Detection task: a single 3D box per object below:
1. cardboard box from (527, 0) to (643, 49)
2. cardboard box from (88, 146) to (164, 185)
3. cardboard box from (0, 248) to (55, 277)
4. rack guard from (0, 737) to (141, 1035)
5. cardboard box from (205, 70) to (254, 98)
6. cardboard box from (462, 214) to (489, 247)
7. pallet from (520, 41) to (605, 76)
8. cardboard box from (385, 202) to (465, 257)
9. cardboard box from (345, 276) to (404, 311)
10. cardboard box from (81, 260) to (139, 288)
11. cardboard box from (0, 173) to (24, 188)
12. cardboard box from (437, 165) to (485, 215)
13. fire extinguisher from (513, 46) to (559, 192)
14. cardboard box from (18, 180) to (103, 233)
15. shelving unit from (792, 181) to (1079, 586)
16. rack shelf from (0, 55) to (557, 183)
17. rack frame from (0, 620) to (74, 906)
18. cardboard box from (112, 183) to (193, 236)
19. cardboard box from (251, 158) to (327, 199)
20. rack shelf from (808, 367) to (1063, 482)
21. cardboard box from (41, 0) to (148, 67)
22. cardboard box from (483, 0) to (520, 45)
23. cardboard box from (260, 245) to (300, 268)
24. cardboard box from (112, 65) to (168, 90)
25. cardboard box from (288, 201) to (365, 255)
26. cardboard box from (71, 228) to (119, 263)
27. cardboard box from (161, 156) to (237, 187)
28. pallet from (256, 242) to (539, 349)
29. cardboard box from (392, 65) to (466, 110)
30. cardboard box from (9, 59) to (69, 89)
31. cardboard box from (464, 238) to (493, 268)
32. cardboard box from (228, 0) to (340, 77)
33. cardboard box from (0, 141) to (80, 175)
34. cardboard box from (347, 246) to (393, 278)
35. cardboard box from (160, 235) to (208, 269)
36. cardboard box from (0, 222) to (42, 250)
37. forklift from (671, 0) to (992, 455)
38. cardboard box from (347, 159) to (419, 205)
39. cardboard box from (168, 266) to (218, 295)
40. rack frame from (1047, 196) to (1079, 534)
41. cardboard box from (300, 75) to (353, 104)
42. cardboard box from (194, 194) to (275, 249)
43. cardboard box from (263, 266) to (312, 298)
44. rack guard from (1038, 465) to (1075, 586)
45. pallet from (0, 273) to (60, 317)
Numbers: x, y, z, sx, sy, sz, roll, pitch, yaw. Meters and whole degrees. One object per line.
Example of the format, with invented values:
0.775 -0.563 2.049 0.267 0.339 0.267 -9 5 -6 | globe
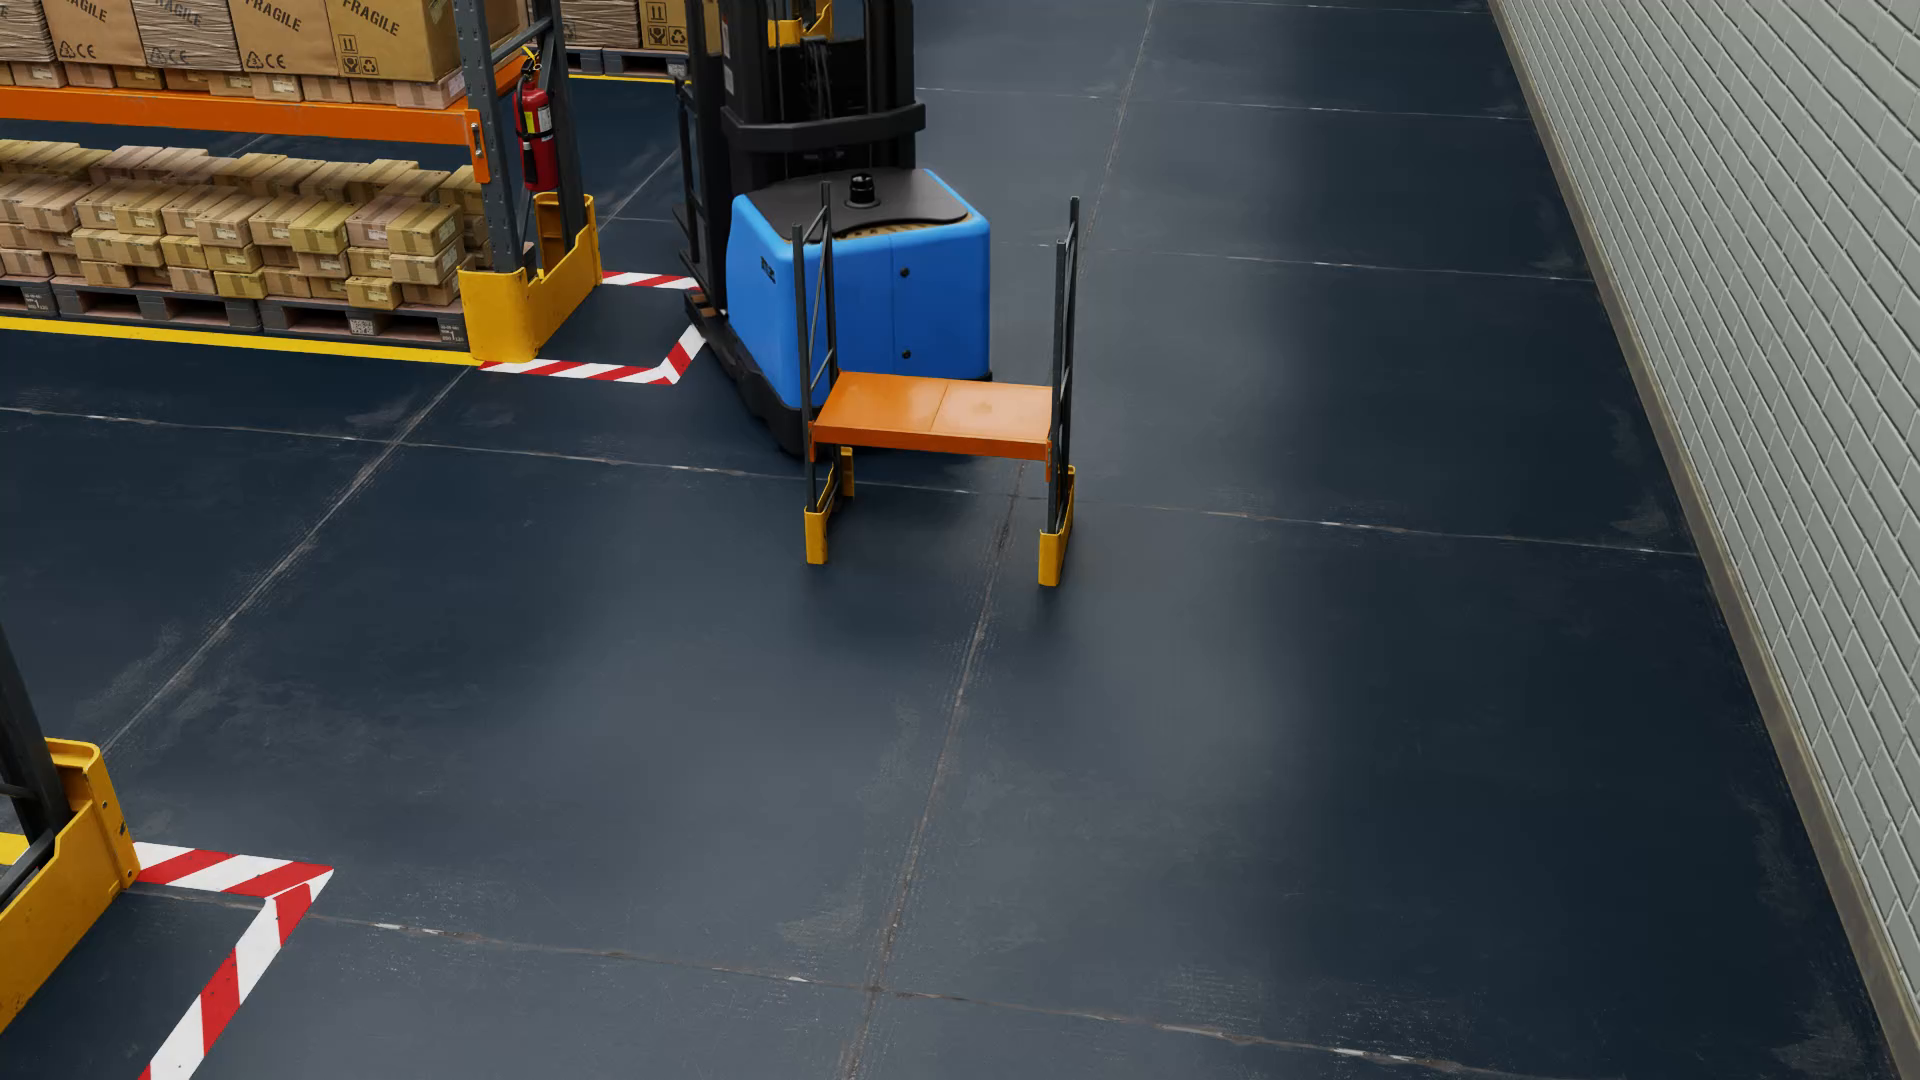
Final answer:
-2.863 -4.465 13.163 0.875 0.875 0.875 5 32 8 | cardboard box
-4.774 -2.129 9.555 0.250 0.149 0.380 4 32 6 | cardboard box
-5.119 -1.617 9.298 0.250 0.149 0.380 5 32 7 | cardboard box
-2.965 1.153 4.936 0.348 0.500 1.175 5 32 8 | rack guard
-3.624 -2.387 8.473 0.250 0.149 0.380 4 32 6 | cardboard box
-2.729 -1.783 9.282 0.250 0.149 0.380 6 33 10 | cardboard box
-3.322 -4.050 13.521 1.213 0.211 1.003 5 32 8 | pallet
-2.820 -1.643 8.778 0.250 0.149 0.380 6 32 9 | cardboard box
-3.080 -1.384 8.925 0.250 0.149 0.380 6 33 10 | cardboard box
-4.608 -1.538 9.171 0.250 0.149 0.380 4 32 7 | cardboard box
-5.375 -1.894 9.179 0.250 0.149 0.380 5 32 8 | cardboard box
-2.715 -1.953 9.273 0.250 0.149 0.380 4 32 6 | cardboard box
-2.085 -2.052 8.125 0.183 0.674 0.296 5 32 8 | fire extinguisher
-4.877 -1.817 9.056 0.250 0.149 0.380 6 33 9 | cardboard box
-0.075 -0.643 6.863 1.083 1.500 0.587 5 32 8 | shelving unit
-4.227 -2.380 8.903 4.000 0.370 1.077 5 32 8 | rack shelf
-2.989 0.092 4.277 0.127 3.000 1.000 5 32 8 | rack frame
-4.358 -1.793 9.018 0.250 0.149 0.380 5 32 8 | cardboard box
-3.764 -2.012 9.368 0.250 0.149 0.380 6 33 10 | cardboard box
-0.084 -0.491 6.960 1.000 0.185 0.538 5 32 8 | rack shelf
-4.240 -2.719 8.392 0.500 0.500 0.500 7 33 11 | cardboard box
-2.652 -2.859 8.616 0.500 0.500 0.500 7 33 11 | cardboard box
-3.584 -1.623 9.027 0.250 0.149 0.380 5 32 8 | cardboard box
-4.144 -2.457 8.585 0.250 0.149 0.380 6 32 9 | cardboard box
-3.335 -1.652 8.792 0.250 0.149 0.380 4 32 7 | cardboard box
-4.614 -1.663 9.090 0.250 0.149 0.380 5 32 8 | cardboard box
-4.280 -2.032 9.400 0.250 0.149 0.380 5 32 8 | cardboard box
-3.126 -1.422 9.323 1.213 0.211 1.003 5 32 8 | pallet
-2.625 -2.281 8.304 0.250 0.149 0.380 5 32 8 | cardboard box
-4.668 -2.468 8.603 0.250 0.149 0.380 7 33 10 | cardboard box
-2.719 -1.690 9.414 0.250 0.149 0.380 6 33 9 | cardboard box
-3.249 -2.629 8.248 0.500 0.500 0.500 5 32 7 | cardboard box
-5.299 -2.169 9.618 0.250 0.149 0.380 5 32 8 | cardboard box
-3.073 -1.551 8.912 0.250 0.149 0.380 4 32 7 | cardboard box
-4.099 -1.617 9.018 0.250 0.149 0.380 7 33 11 | cardboard box
-5.119 -1.755 9.238 0.250 0.149 0.380 4 32 6 | cardboard box
-0.866 -2.406 8.332 1.130 2.935 3.031 -12 34 -18 | forklift
-3.234 -2.004 9.354 0.250 0.149 0.380 5 32 8 | cardboard box
-4.100 -1.493 9.099 0.250 0.149 0.380 6 33 9 | cardboard box
0.417 -0.598 6.792 0.032 1.500 0.500 5 32 8 | rack frame
-3.113 -2.337 8.394 0.250 0.149 0.380 5 32 8 | cardboard box
-3.854 -1.703 8.874 0.250 0.149 0.380 6 33 10 | cardboard box
-3.572 -1.468 9.059 0.250 0.149 0.380 5 32 9 | cardboard box
0.416 -0.068 7.124 0.087 0.250 0.587 5 32 8 | rack guard
-5.531 -1.640 9.671 1.213 0.211 1.003 5 32 8 | pallet
